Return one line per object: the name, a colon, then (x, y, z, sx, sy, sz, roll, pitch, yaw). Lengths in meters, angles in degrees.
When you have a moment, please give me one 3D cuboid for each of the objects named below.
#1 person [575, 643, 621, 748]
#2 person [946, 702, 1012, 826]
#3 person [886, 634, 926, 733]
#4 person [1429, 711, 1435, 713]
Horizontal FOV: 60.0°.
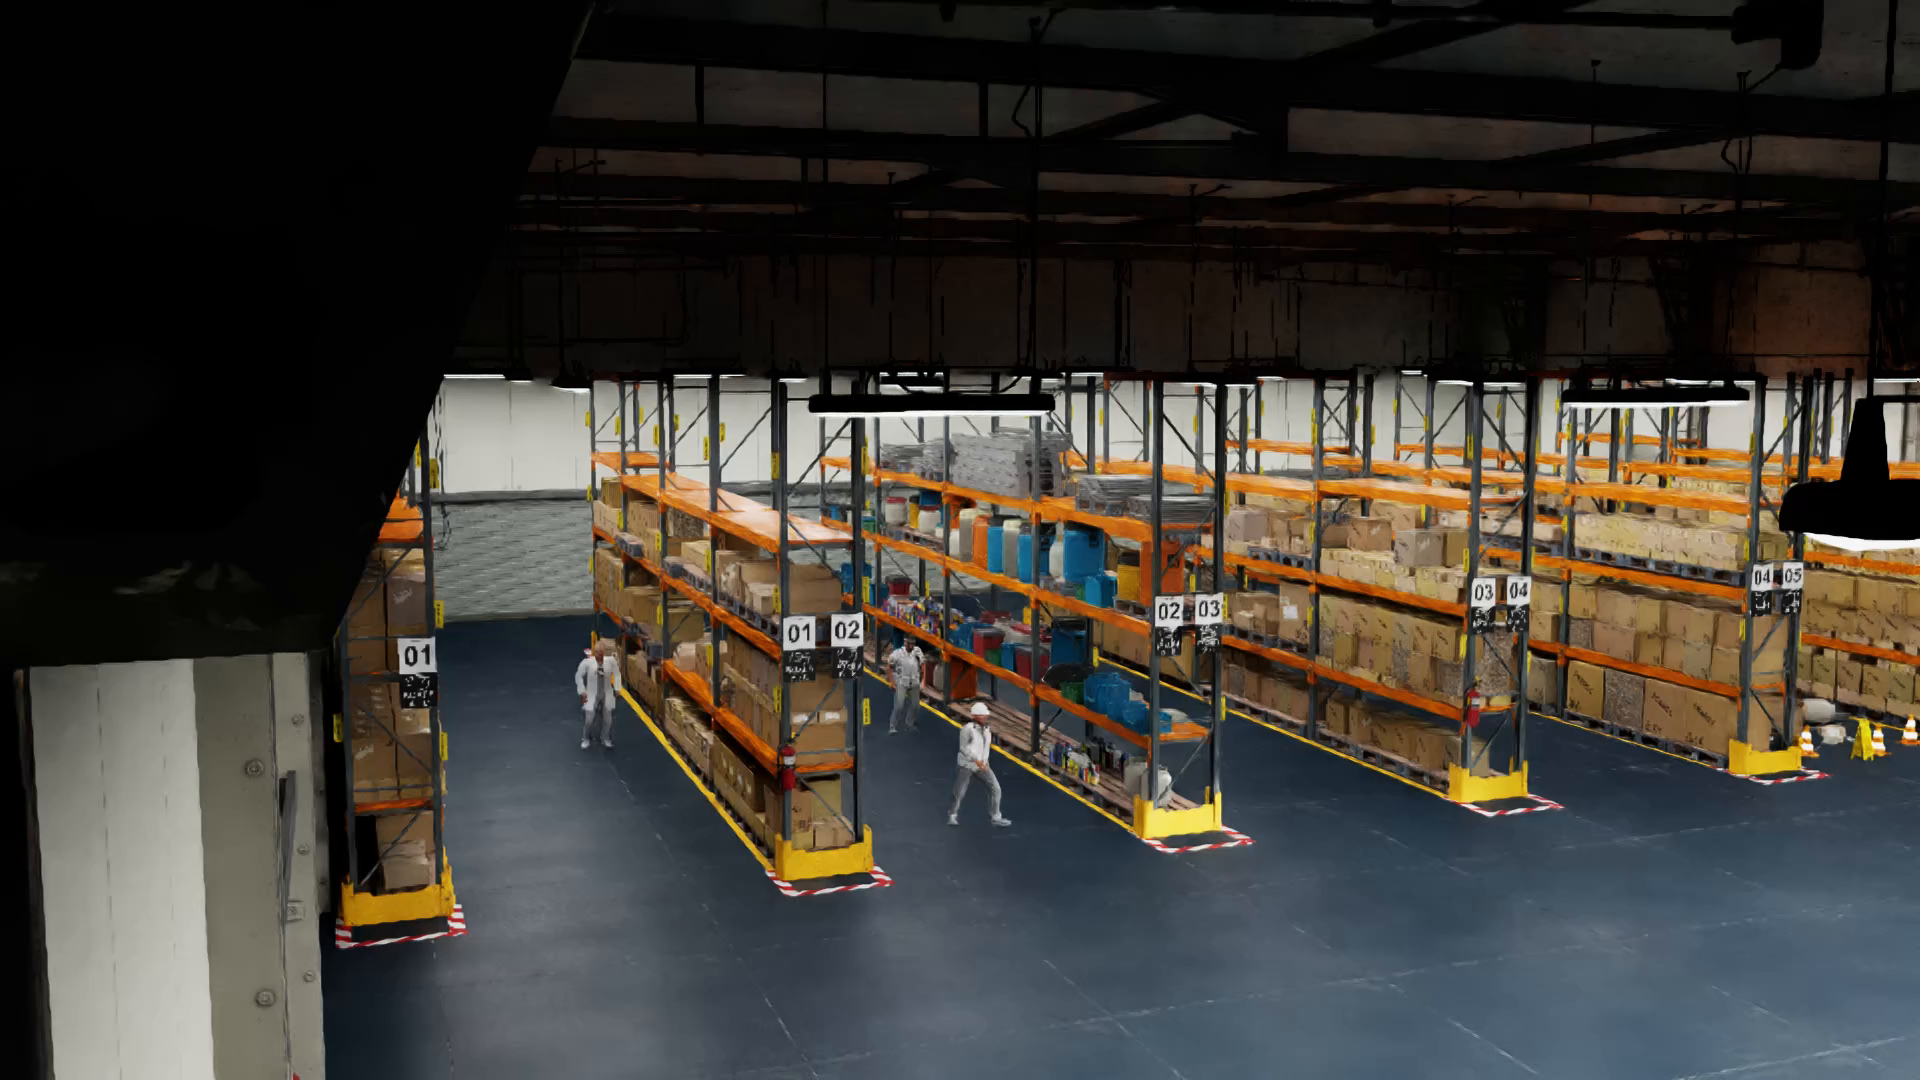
person: (-5.822, 2.491, 26.769, 0.729, 1.734, 0.538, -2, 7, -21)
person: (0.194, 2.990, 22.272, 0.682, 1.711, 0.800, -5, 8, -40)
person: (-0.896, 2.381, 27.840, 0.682, 1.715, 0.536, -3, 7, -22)
person: (8.542, 2.309, 28.907, 0.497, 1.583, 1.090, -2, 7, -18)
